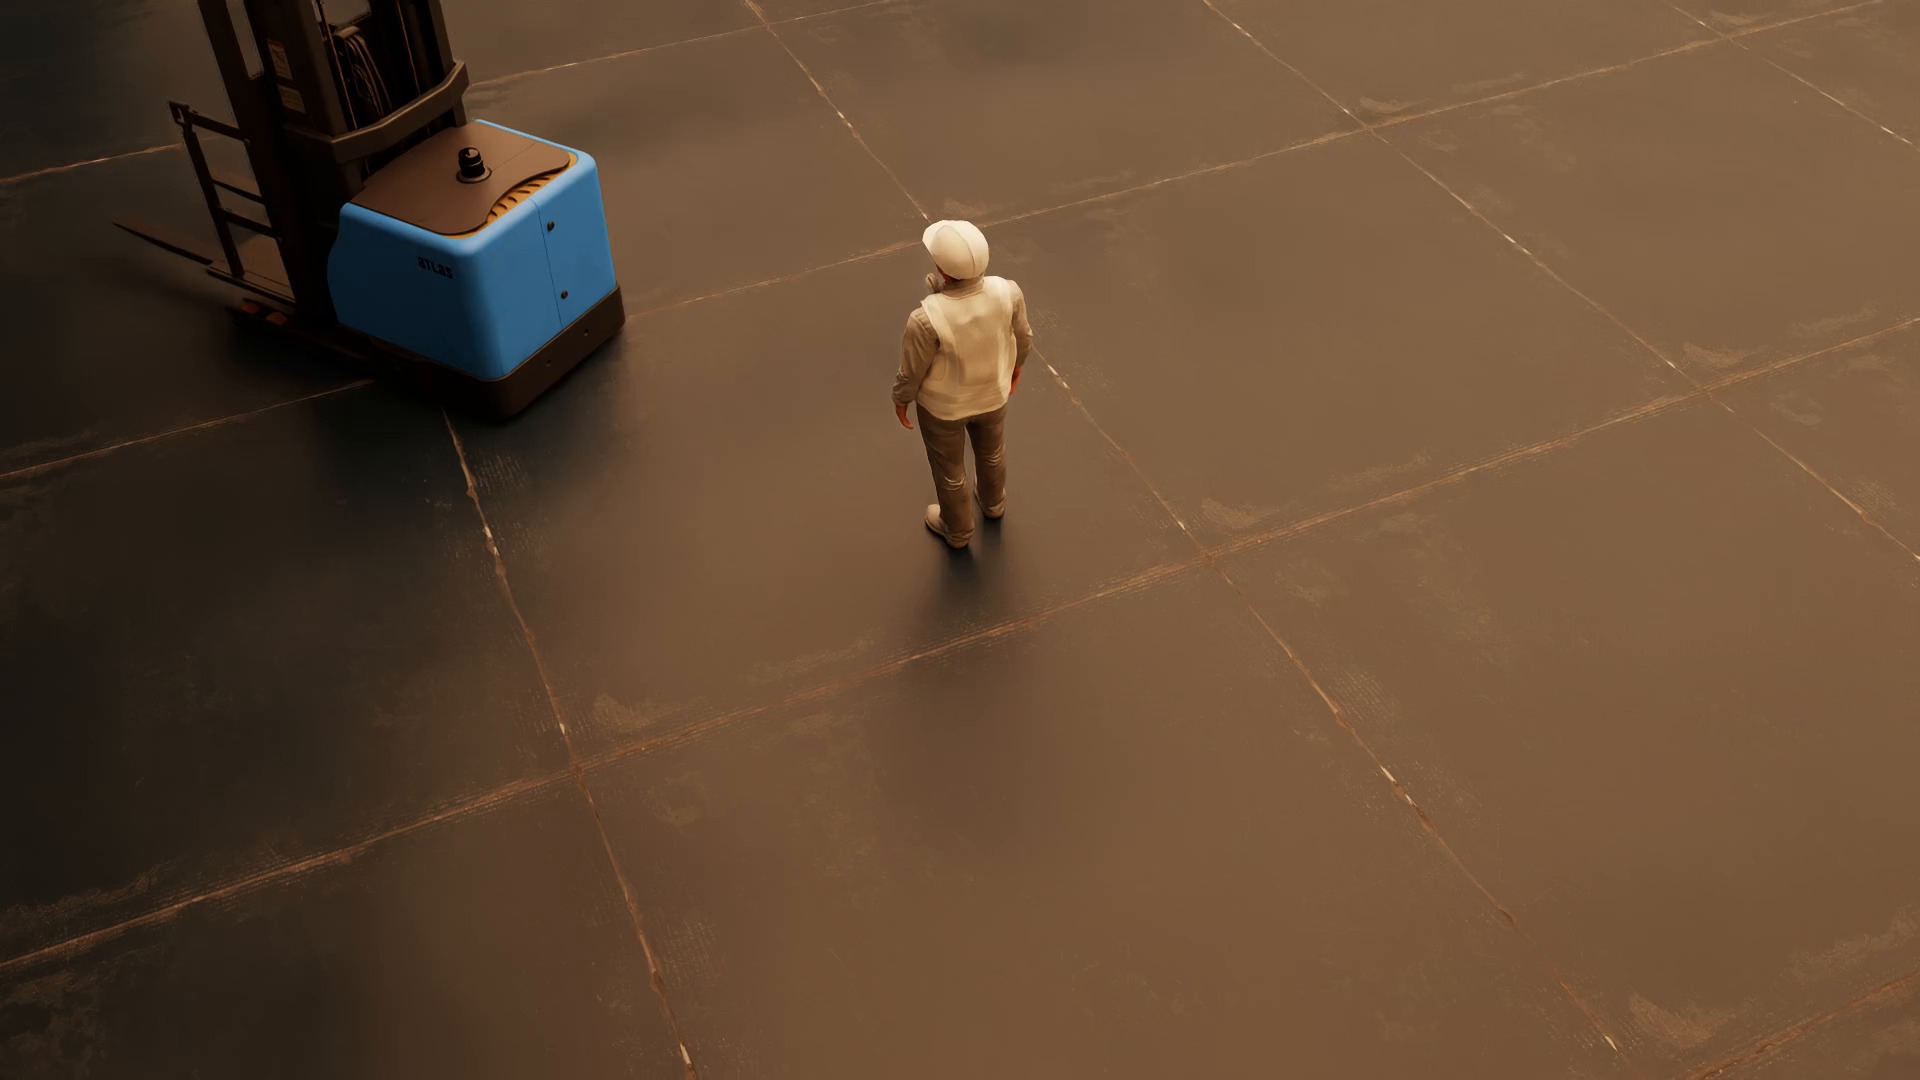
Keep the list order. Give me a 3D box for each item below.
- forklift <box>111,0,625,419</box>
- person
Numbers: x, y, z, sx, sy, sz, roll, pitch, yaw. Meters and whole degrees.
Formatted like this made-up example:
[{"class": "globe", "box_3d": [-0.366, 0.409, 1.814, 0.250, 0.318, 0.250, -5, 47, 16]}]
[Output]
[{"class": "forklift", "box_3d": [-3.347, -2.421, 8.274, 3.031, 2.935, 1.130, 21, 47, 21]}, {"class": "person", "box_3d": [-0.020, -0.695, 7.262, 0.633, 1.775, 0.566, -18, 46, -18]}]
